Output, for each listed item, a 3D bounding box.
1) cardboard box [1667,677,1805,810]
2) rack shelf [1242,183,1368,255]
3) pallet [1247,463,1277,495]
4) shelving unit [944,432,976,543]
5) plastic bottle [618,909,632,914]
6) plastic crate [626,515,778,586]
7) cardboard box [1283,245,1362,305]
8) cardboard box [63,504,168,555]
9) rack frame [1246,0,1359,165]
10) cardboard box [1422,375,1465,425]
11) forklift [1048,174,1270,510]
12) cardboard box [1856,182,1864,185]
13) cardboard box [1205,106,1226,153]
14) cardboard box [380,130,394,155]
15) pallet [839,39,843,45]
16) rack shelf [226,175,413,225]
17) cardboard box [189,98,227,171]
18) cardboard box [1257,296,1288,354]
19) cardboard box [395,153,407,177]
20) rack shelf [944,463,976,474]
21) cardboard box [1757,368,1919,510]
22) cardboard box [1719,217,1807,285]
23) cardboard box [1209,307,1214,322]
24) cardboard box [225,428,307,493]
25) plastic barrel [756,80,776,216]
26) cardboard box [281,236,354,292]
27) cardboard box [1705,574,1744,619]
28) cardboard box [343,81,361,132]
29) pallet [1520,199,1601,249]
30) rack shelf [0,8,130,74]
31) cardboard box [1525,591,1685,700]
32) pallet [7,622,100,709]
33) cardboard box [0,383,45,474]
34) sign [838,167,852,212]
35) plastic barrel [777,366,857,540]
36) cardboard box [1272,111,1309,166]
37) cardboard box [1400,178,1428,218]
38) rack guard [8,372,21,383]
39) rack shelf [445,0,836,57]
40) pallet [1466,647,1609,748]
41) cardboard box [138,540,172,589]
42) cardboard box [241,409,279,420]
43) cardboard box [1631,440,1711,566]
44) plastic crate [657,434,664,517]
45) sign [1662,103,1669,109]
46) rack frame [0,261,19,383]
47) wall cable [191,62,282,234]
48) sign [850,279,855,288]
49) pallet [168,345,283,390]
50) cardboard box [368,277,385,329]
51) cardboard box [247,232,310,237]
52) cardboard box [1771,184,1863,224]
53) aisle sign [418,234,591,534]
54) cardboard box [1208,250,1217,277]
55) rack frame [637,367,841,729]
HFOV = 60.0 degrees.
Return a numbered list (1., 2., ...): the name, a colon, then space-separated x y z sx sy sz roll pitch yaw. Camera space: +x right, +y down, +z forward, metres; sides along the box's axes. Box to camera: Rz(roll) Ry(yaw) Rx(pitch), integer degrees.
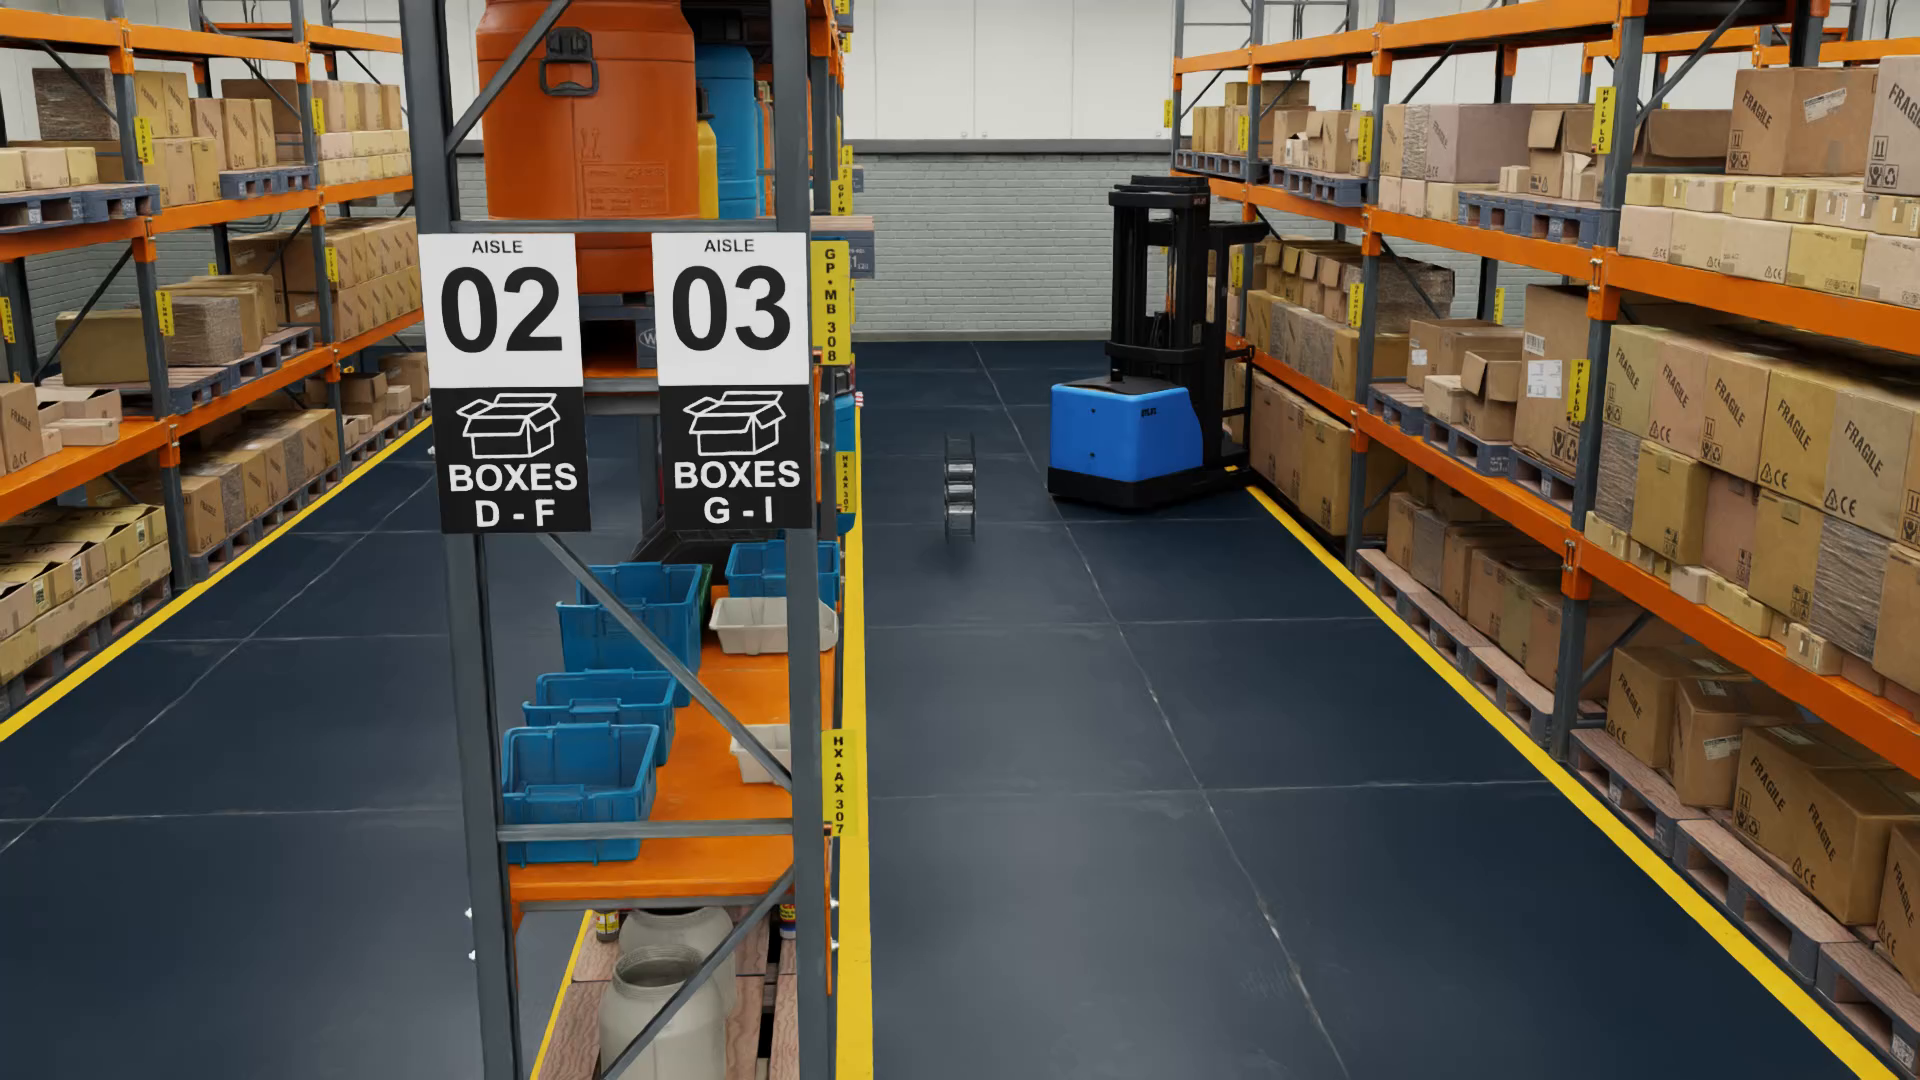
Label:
1. cardboard box: 3.831 1.014 8.238 0.500 0.500 0.500 4 15 14
2. rack shelf: 3.431 -2.832 14.436 1.077 0.370 4.000 -1 14 -3
3. pallet: 3.431 -0.684 16.260 1.003 0.211 1.213 -1 14 -3
4. shelving unit: 0.000 -0.438 13.922 0.258 0.900 0.210 -1 14 -3
5. plastic bottle: -1.432 1.429 7.036 0.152 0.276 0.135 -1 14 -3
6. plastic crate: -1.235 0.003 8.118 0.767 0.338 0.504 -1 14 -3
7. cardboard box: 3.386 -2.430 15.235 0.797 0.503 0.637 -1 14 -3
8. cardboard box: -6.054 -0.095 11.925 0.500 0.311 0.500 -1 14 -2
9. rack frame: 3.308 -5.130 15.906 1.000 3.000 0.127 -1 14 -3
10. cardboard box: 3.430 -0.940 11.120 0.500 0.250 0.500 -1 14 -5
11. forklift: 2.207 -1.982 15.848 1.130 2.935 3.031 14 20 43
12. cardboard box: 4.124 -1.470 7.199 0.380 0.149 0.250 0 14 -1
13. cardboard box: 3.140 -4.574 18.522 0.700 0.500 0.500 -2 15 -7
14. cardboard box: -6.483 -4.317 18.064 0.500 0.250 0.500 -1 14 -3
15. pallet: -1.554 -4.563 14.884 1.003 0.211 1.213 -1 14 -3
16. rack shelf: -6.704 -3.675 17.712 1.077 0.370 4.000 -1 14 -3
17. cardboard box: -6.537 -3.368 13.832 0.600 0.600 0.600 -1 15 -6
18. cardboard box: 3.119 -2.030 15.696 0.500 0.500 0.500 -1 14 -3
19. cardboard box: -6.513 -4.199 18.610 0.500 0.250 0.500 -1 14 -3
20. rack shelf: 0.000 -0.580 13.886 0.258 0.077 0.200 -1 14 -3
21. cardboard box: 3.682 -0.423 6.847 0.500 0.500 0.500 -1 14 -3
22. cardboard box: 3.633 -1.244 7.124 0.500 0.250 0.500 -1 15 -6
23. cardboard box: 2.898 -2.430 17.955 0.380 0.149 0.250 -1 14 -2
24. cardboard box: -6.210 -0.709 14.897 0.500 0.500 0.500 -1 14 -3
25. plastic barrel: -1.554 -2.641 11.247 0.600 0.901 0.600 0 14 0
26. cardboard box: -6.328 -2.727 16.398 0.500 0.500 0.500 -1 14 -2
27. cardboard box: 3.618 0.255 7.520 0.380 0.149 0.250 -1 14 -3
28. cardboard box: -6.575 -4.429 16.995 0.700 0.500 0.500 -1 14 -3
29. pallet: 3.871 -1.752 9.174 1.213 0.211 1.003 -1 14 -3
30. rack shelf: -6.208 -2.944 9.655 1.077 0.370 4.000 -1 14 -3
31. cardboard box: 3.787 0.609 9.772 0.700 0.500 0.500 -2 15 -8
32. pallet: -6.248 0.780 10.570 1.003 0.211 1.213 -1 14 -3
33. cardboard box: -6.212 -0.709 10.563 0.500 0.500 0.500 -2 15 -6
34. sign: -0.839 -2.566 12.169 0.100 0.325 0.005 -1 14 -3
35. plastic barrel: -0.862 -0.502 8.953 0.600 0.901 0.708 -1 14 -3
36. cardboard box: 3.353 -3.785 15.655 0.700 0.500 0.500 -1 14 -2
37. cardboard box: 3.362 -2.362 11.467 0.500 0.250 0.500 -1 14 -2
38. rack guard: -11.773 -1.786 19.963 1.175 0.500 0.348 -1 14 -3
39. rack shelf: -1.016 -2.025 6.083 1.077 0.370 4.000 -1 14 -3
40. pallet: 3.753 0.922 10.021 1.003 0.211 1.213 -1 14 -3
41. cardboard box: -6.056 0.177 11.993 0.500 0.250 0.500 -1 14 -2
42. cardboard box: -6.793 -0.951 15.837 0.500 0.500 0.500 -2 15 -6
43. cardboard box: 3.765 -0.190 7.947 0.875 0.500 0.500 -1 14 -3
44. plastic crate: -1.476 -0.305 9.065 0.402 0.464 0.583 -1 14 -3
45. sign: 8.572 -5.156 20.250 0.100 0.325 0.005 -1 14 -3
46. rack frame: -11.772 -2.990 19.629 1.000 3.000 0.127 -1 14 -3
47. wall cable: -11.765 -5.804 24.756 3.097 2.526 0.112 -1 14 -3
48. sign: -1.336 -3.235 20.251 0.100 0.325 0.005 -1 14 -3
49. pallet: -6.457 -1.469 14.100 1.003 0.211 1.213 -1 14 -3
50. cardboard box: -6.403 -2.504 17.538 0.500 0.500 0.500 -1 14 -4
51. cardboard box: -6.904 -2.855 16.894 0.500 0.500 0.500 -1 14 -5
52. cardboard box: 3.634 -1.399 6.925 0.380 0.149 0.250 -1 14 -5
53. aisle sign: -1.184 -0.401 4.346 0.394 0.787 0.004 -1 14 -3
54. cardboard box: 2.889 -3.278 18.944 0.500 0.500 0.500 -1 14 -5
55. rack frame: -1.140 -0.159 8.624 1.000 3.000 0.127 -1 14 -3
